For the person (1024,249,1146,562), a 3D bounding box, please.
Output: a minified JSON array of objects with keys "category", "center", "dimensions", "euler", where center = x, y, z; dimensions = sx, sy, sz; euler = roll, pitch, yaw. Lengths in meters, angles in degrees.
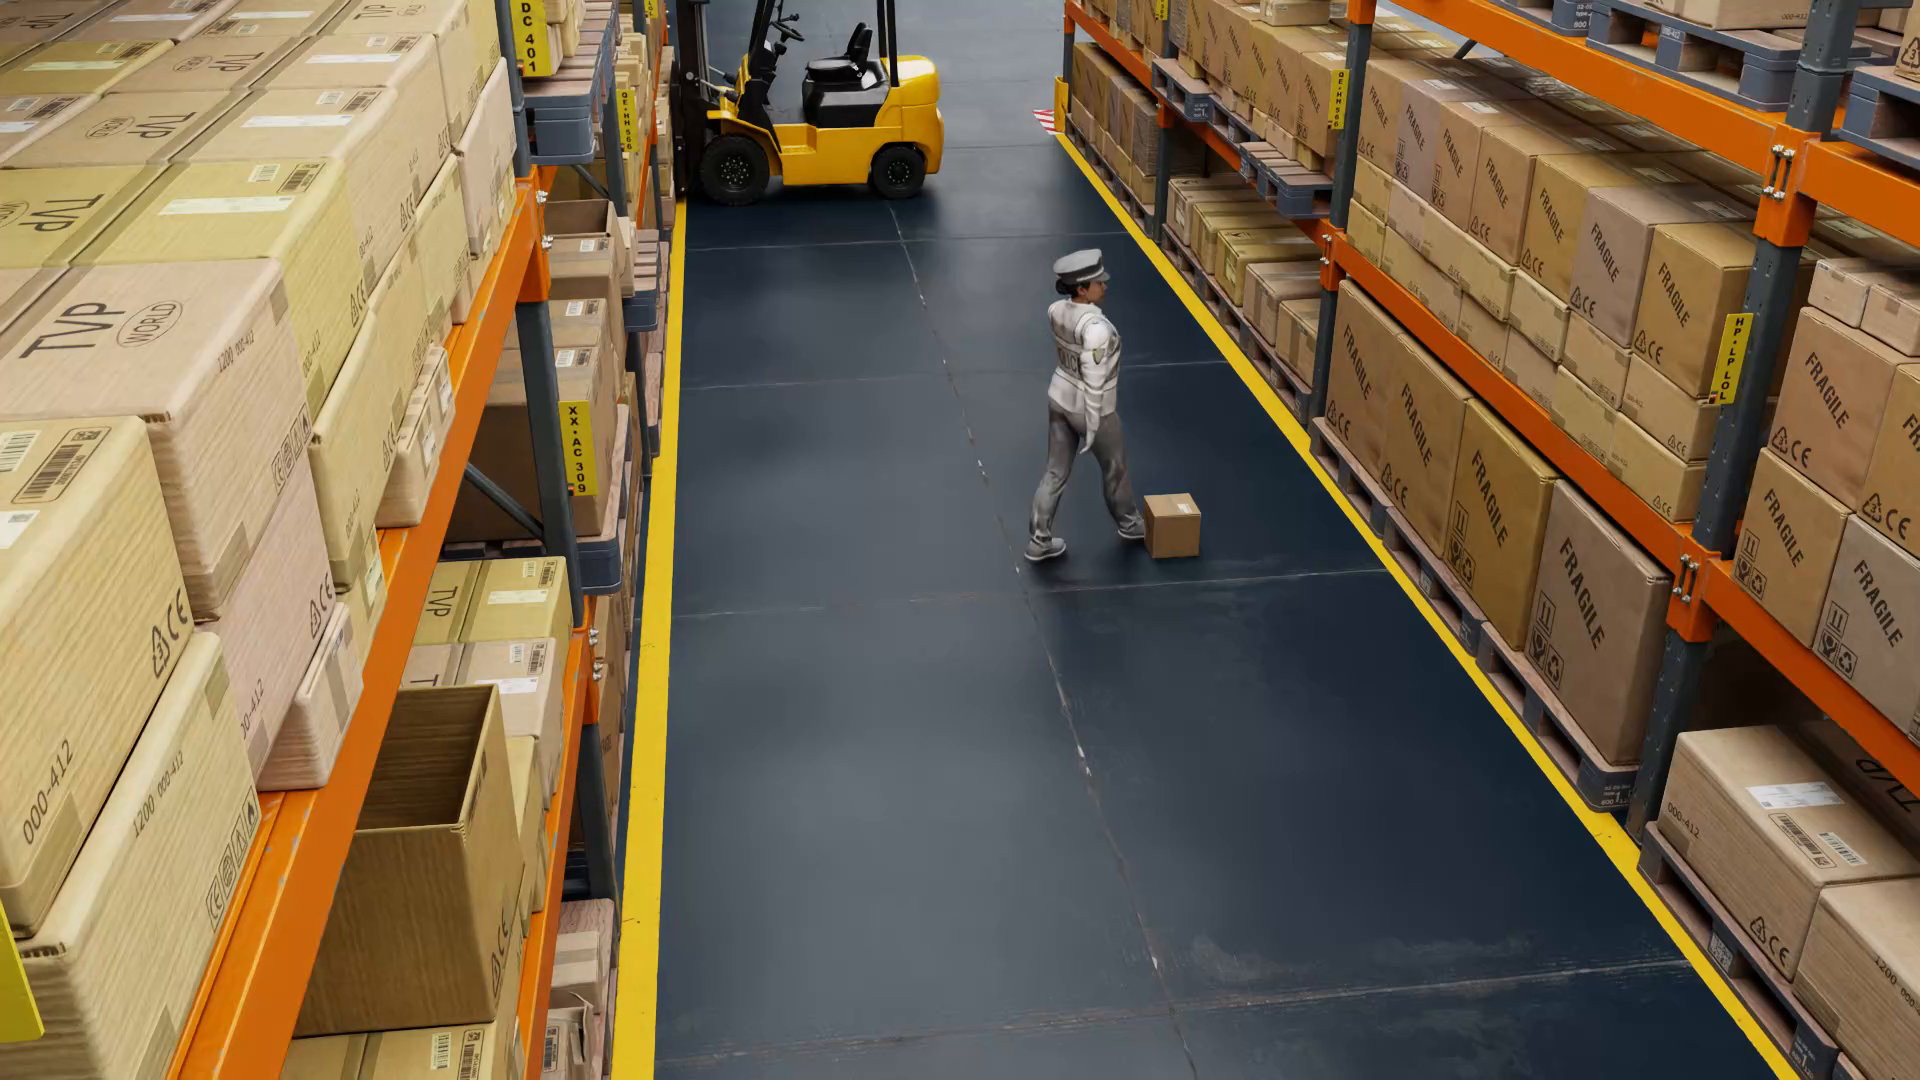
[{"category":"person","center":[0.707,-0.705,8.443],"dimensions":[0.857,1.645,0.525],"euler":[-17,32,-30]}]
